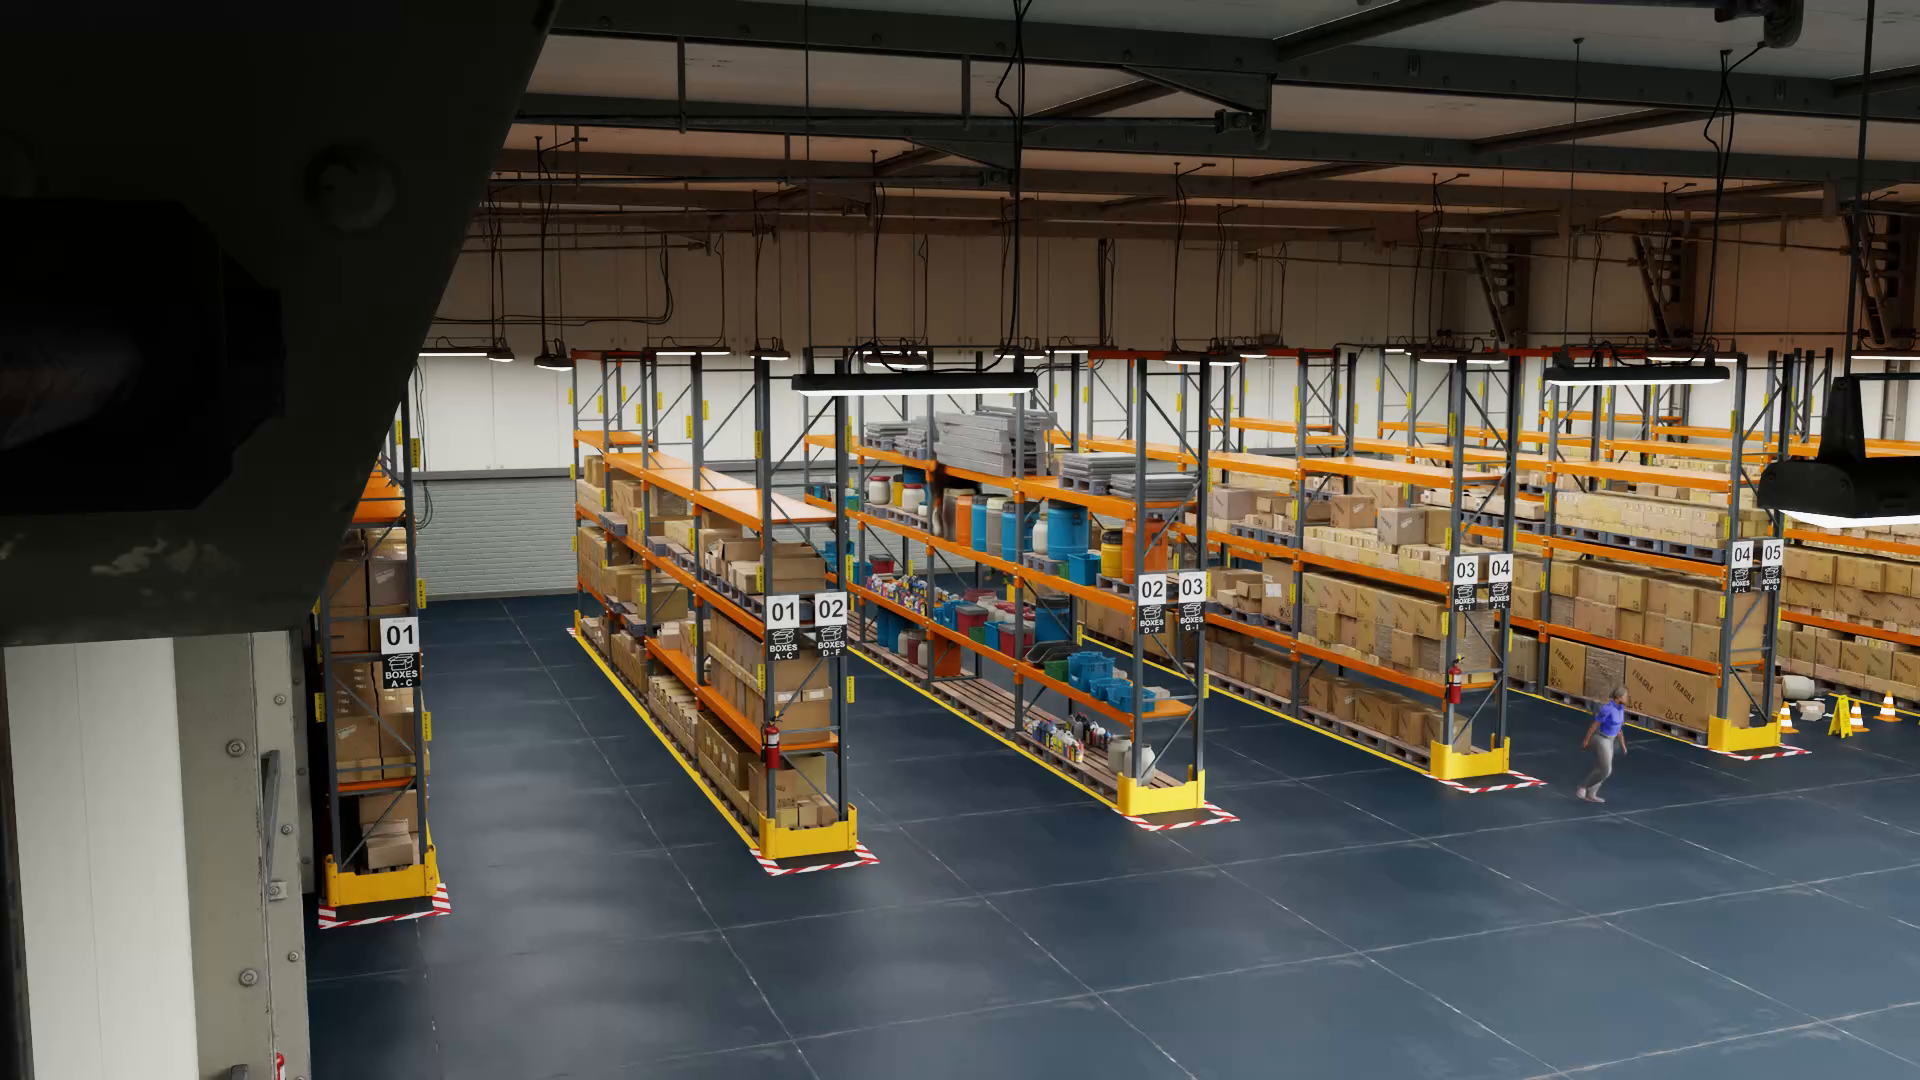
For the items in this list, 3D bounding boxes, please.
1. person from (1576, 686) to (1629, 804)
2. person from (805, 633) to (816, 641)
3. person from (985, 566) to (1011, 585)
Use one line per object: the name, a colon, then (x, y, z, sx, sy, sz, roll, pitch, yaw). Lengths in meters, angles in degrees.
person: (8.666, 2.806, 22.426, 0.539, 1.527, 0.614, 7, 10, 42)
person: (-2.448, 1.912, 28.491, 0.665, 1.791, 0.707, -5, 9, -36)
person: (1.033, 0.249, 42.031, 0.783, 1.733, 0.782, -3, 8, -24)
